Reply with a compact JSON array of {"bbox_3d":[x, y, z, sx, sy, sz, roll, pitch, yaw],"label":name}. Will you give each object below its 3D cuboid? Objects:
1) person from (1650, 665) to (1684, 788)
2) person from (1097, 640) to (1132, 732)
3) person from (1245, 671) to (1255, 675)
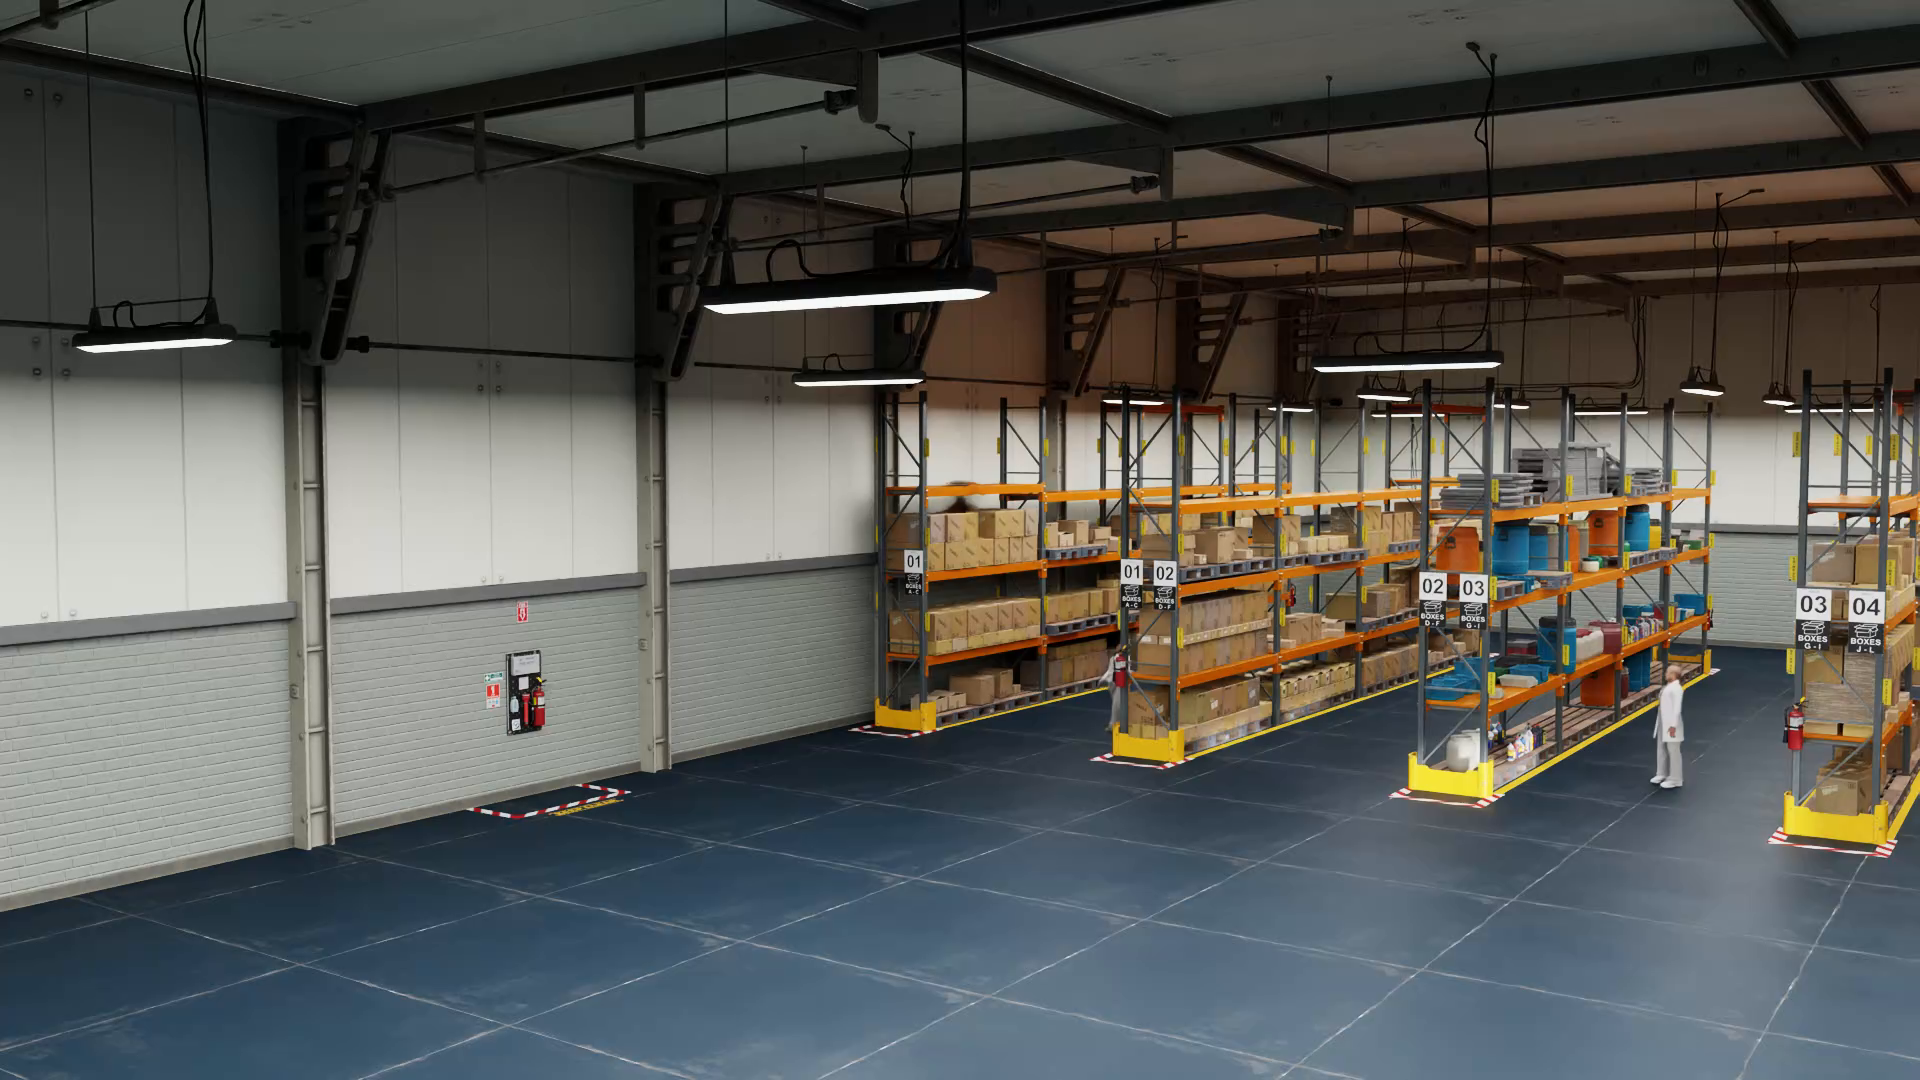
[{"bbox_3d":[10.482,2.740,24.592,0.420,1.786,0.608,0,3,-6],"label":"person"},{"bbox_3d":[2.765,2.536,29.539,0.616,1.640,0.948,2,4,36],"label":"person"},{"bbox_3d":[6.294,2.109,36.375,0.594,1.799,0.400,-2,4,-37],"label":"person"}]
